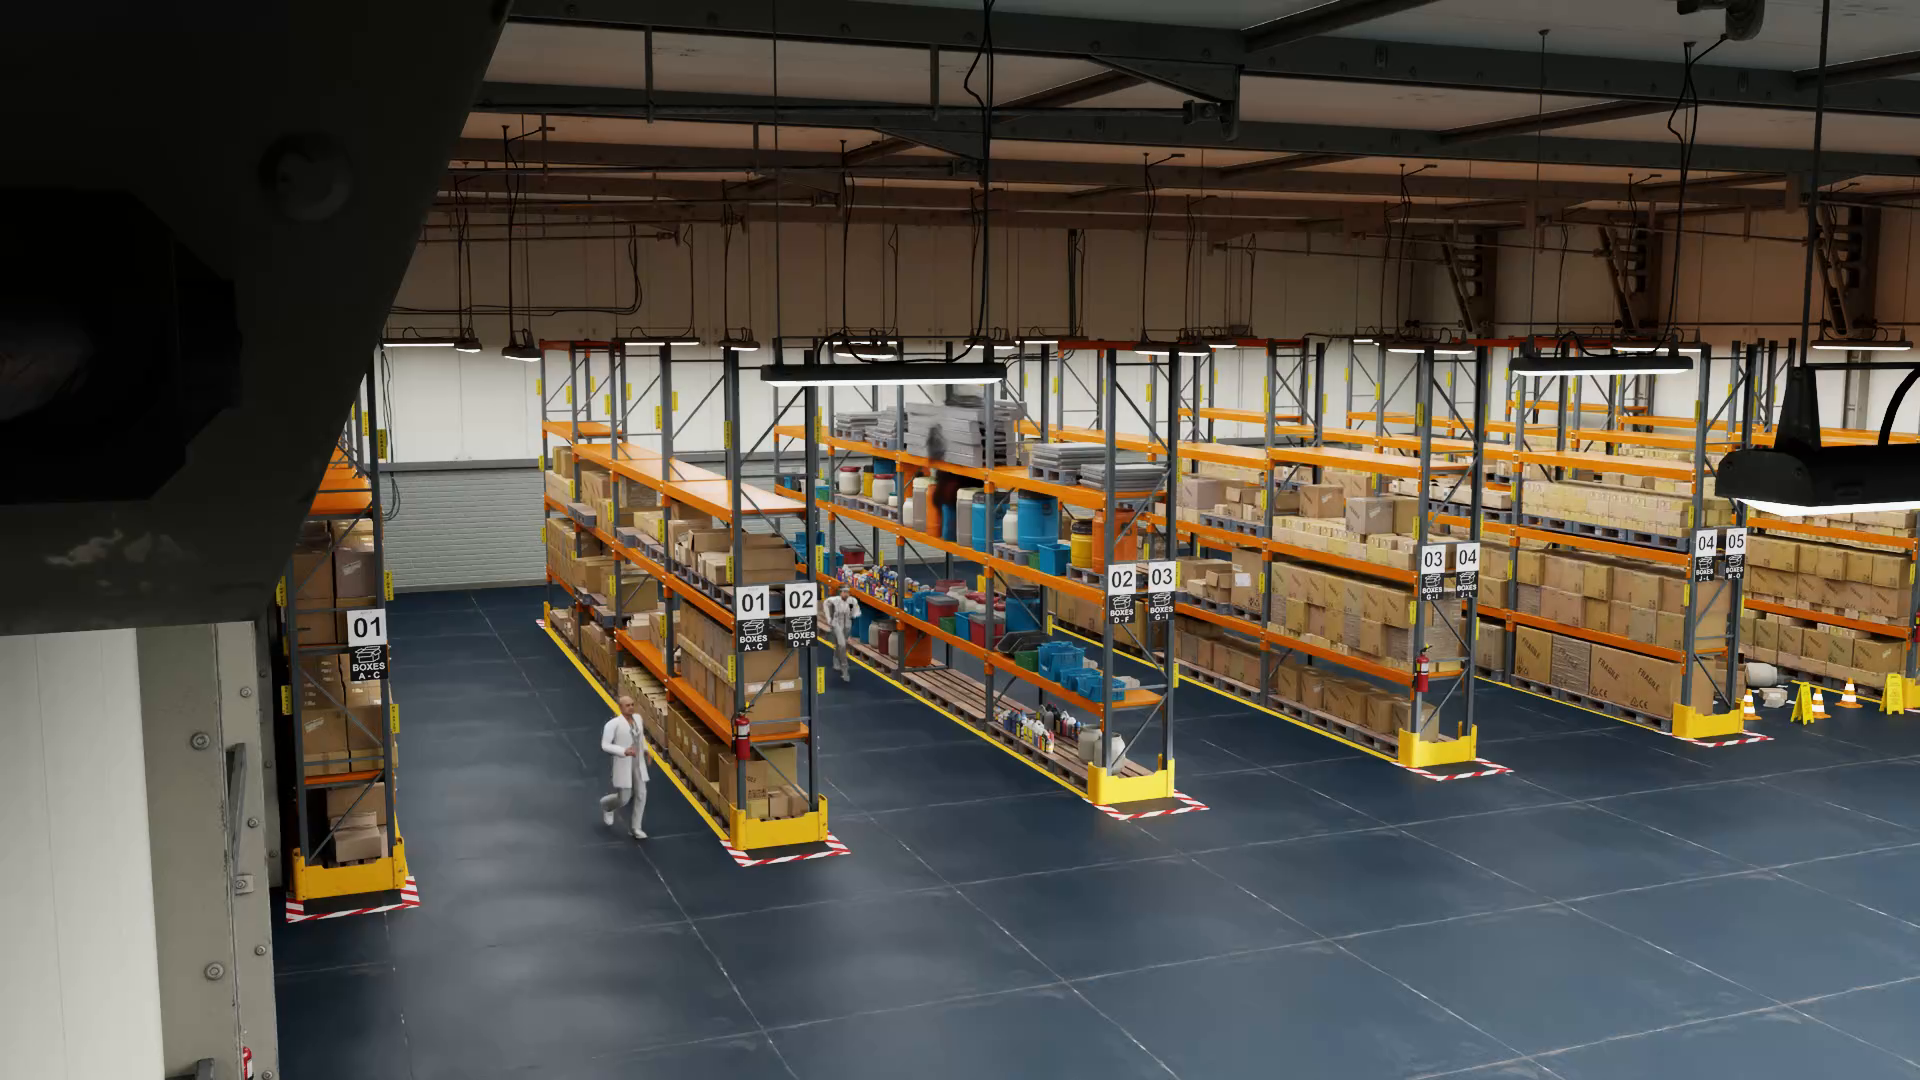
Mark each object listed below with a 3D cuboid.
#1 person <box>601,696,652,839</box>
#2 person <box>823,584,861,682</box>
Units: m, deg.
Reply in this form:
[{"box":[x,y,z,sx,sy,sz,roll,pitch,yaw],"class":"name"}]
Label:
[{"box":[-4.145,2.788,20.618,0.835,1.745,0.712,7,10,43],"class":"person"},{"box":[-2.074,1.557,29.079,0.611,1.690,0.920,-3,8,-24],"class":"person"}]
